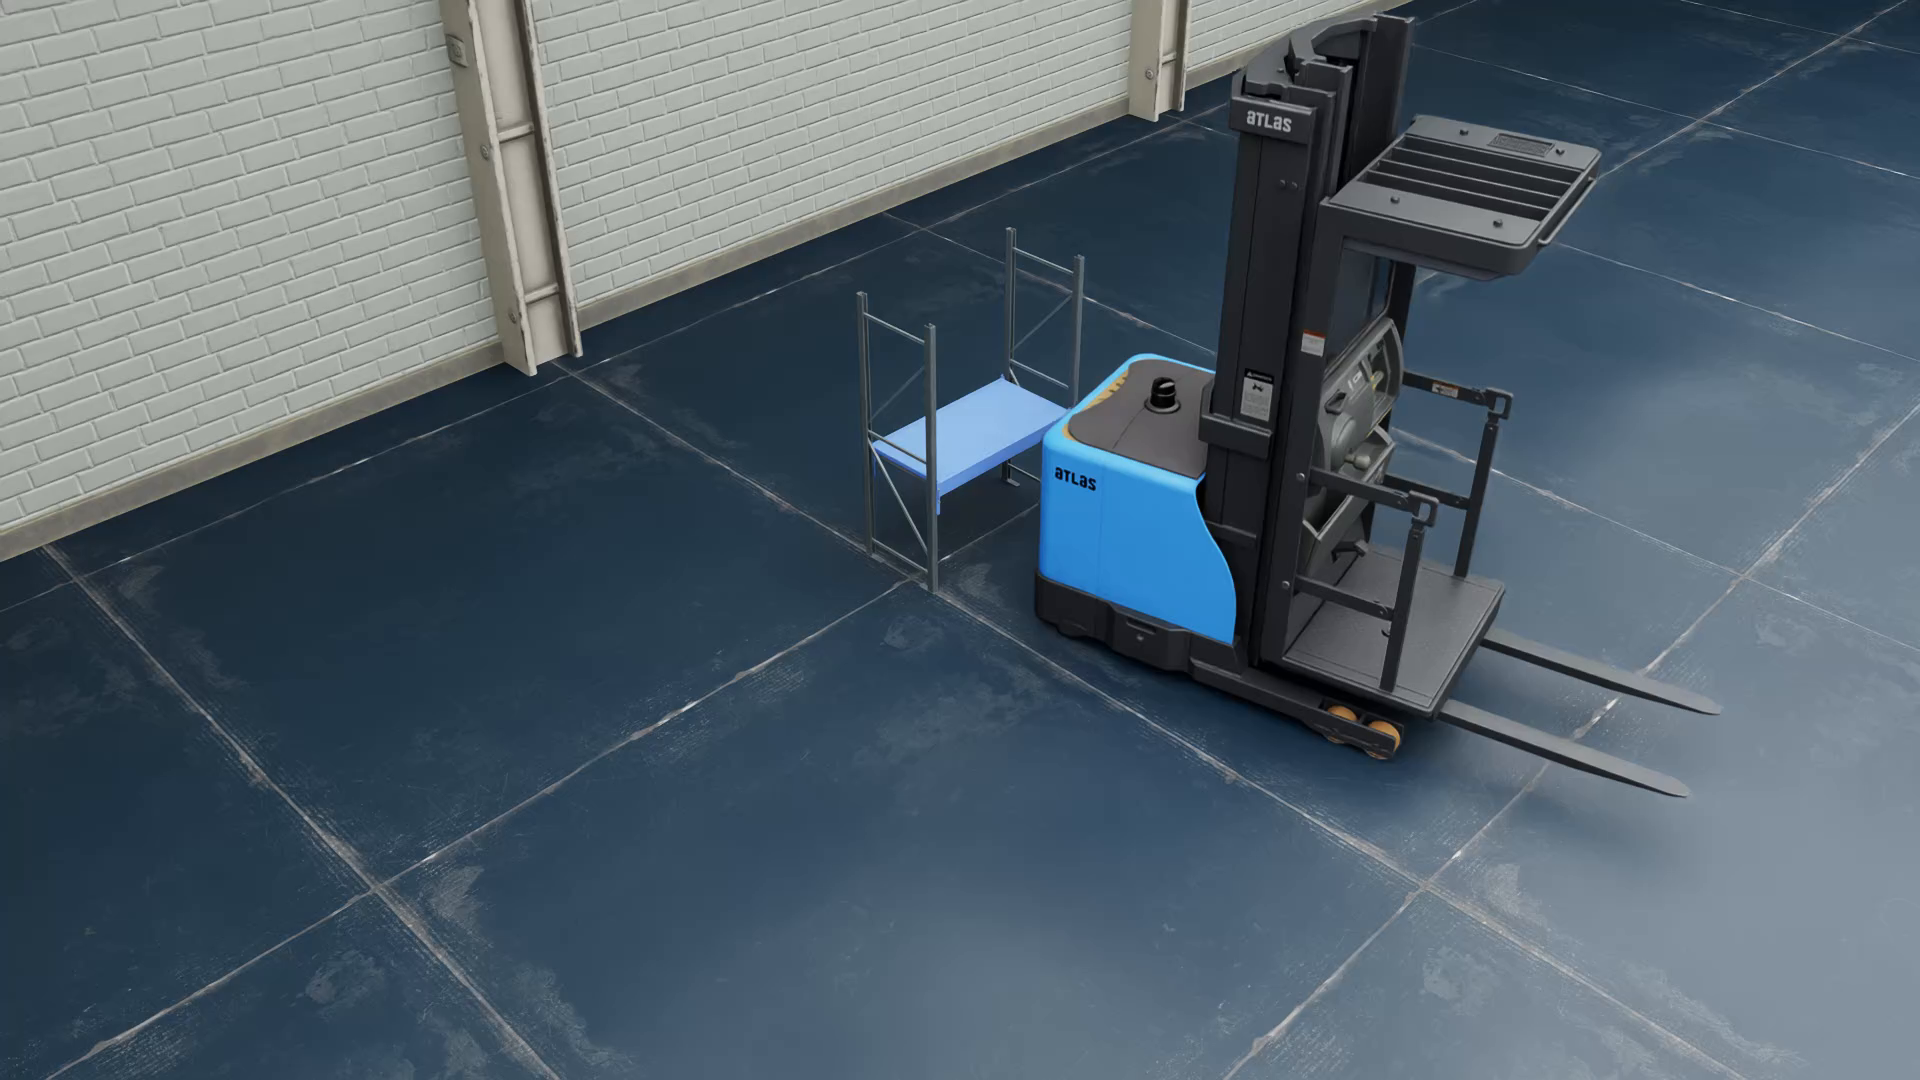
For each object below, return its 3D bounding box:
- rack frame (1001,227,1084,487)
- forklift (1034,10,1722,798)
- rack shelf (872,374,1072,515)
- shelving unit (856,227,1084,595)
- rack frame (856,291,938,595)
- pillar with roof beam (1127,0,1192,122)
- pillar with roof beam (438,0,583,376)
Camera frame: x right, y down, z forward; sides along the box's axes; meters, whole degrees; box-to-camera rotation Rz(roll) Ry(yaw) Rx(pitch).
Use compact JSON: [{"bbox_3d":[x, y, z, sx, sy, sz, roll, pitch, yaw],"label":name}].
[{"bbox_3d":[0.418,-0.856,8.657,0.500,1.500,0.032,30,45,35],"label":"rack frame"},{"bbox_3d":[1.883,-0.583,7.014,3.031,2.935,1.130,20,39,26],"label":"forklift"},{"bbox_3d":[0.060,-0.502,8.464,0.538,0.185,1.000,30,45,35],"label":"rack shelf"},{"bbox_3d":[0.060,-0.650,8.361,0.538,1.500,1.048,30,45,35],"label":"shelving unit"},{"bbox_3d":[-0.298,-0.443,8.065,0.500,1.500,0.032,30,45,35],"label":"rack frame"},{"bbox_3d":[4.680,-5.534,8.809,9.100,9.000,0.400,30,45,35],"label":"pillar with roof beam"},{"bbox_3d":[0.453,-3.098,5.316,9.100,9.000,0.400,30,45,35],"label":"pillar with roof beam"}]
